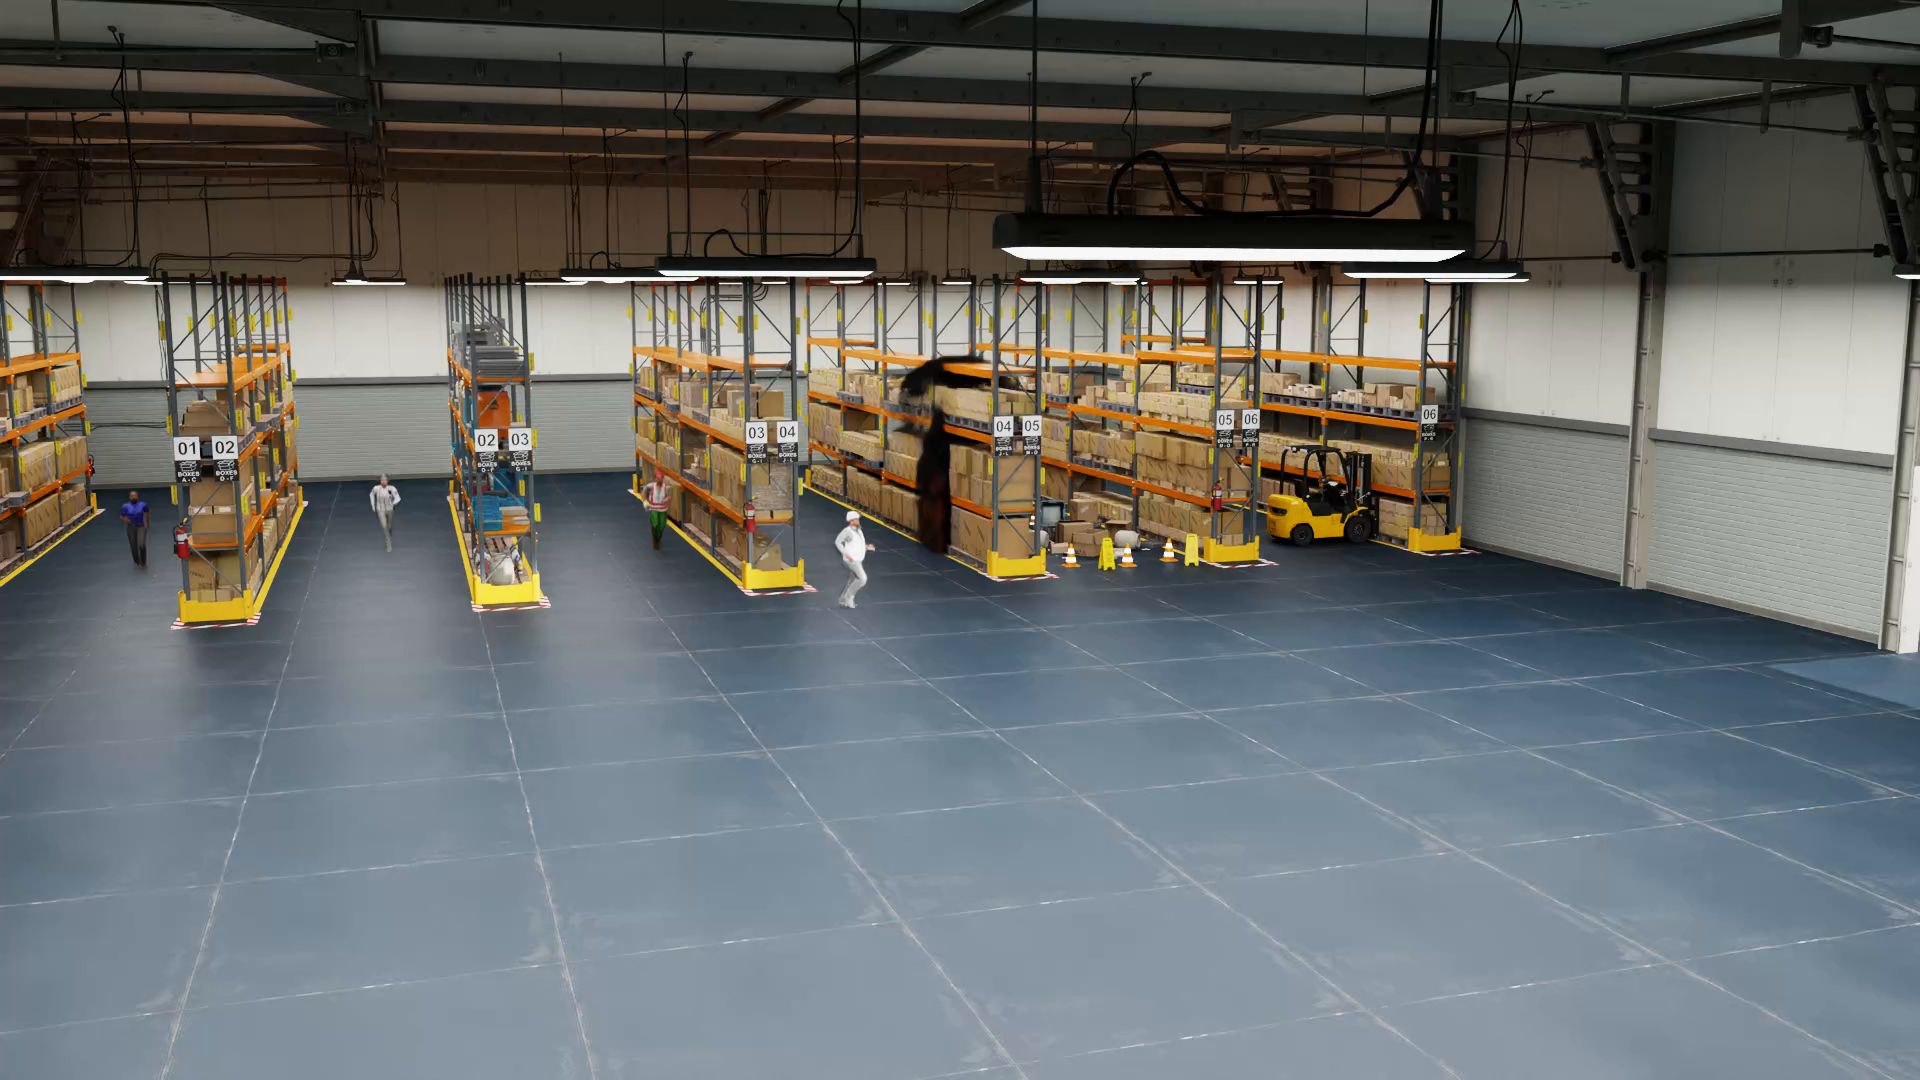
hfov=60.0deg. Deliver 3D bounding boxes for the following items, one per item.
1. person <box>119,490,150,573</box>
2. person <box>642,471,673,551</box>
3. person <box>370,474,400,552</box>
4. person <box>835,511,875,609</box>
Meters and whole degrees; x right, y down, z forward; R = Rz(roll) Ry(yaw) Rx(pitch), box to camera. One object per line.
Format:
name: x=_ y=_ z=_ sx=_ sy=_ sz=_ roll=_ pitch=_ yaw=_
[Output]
person: x=-16.749 y=-0.161 z=33.798 sx=0.563 sy=1.705 sz=0.736 roll=-4 pitch=9 yaw=-24
person: x=-6.601 y=-0.634 z=36.390 sx=0.647 sy=1.748 sz=0.735 roll=-3 pitch=9 yaw=-20
person: x=-12.683 y=-0.638 z=36.734 sx=0.636 sy=1.689 sz=0.978 roll=-3 pitch=9 yaw=-19
person: x=-1.883 y=0.354 z=29.921 sx=0.688 sy=1.755 sz=0.634 roll=3 pitch=9 yaw=22
